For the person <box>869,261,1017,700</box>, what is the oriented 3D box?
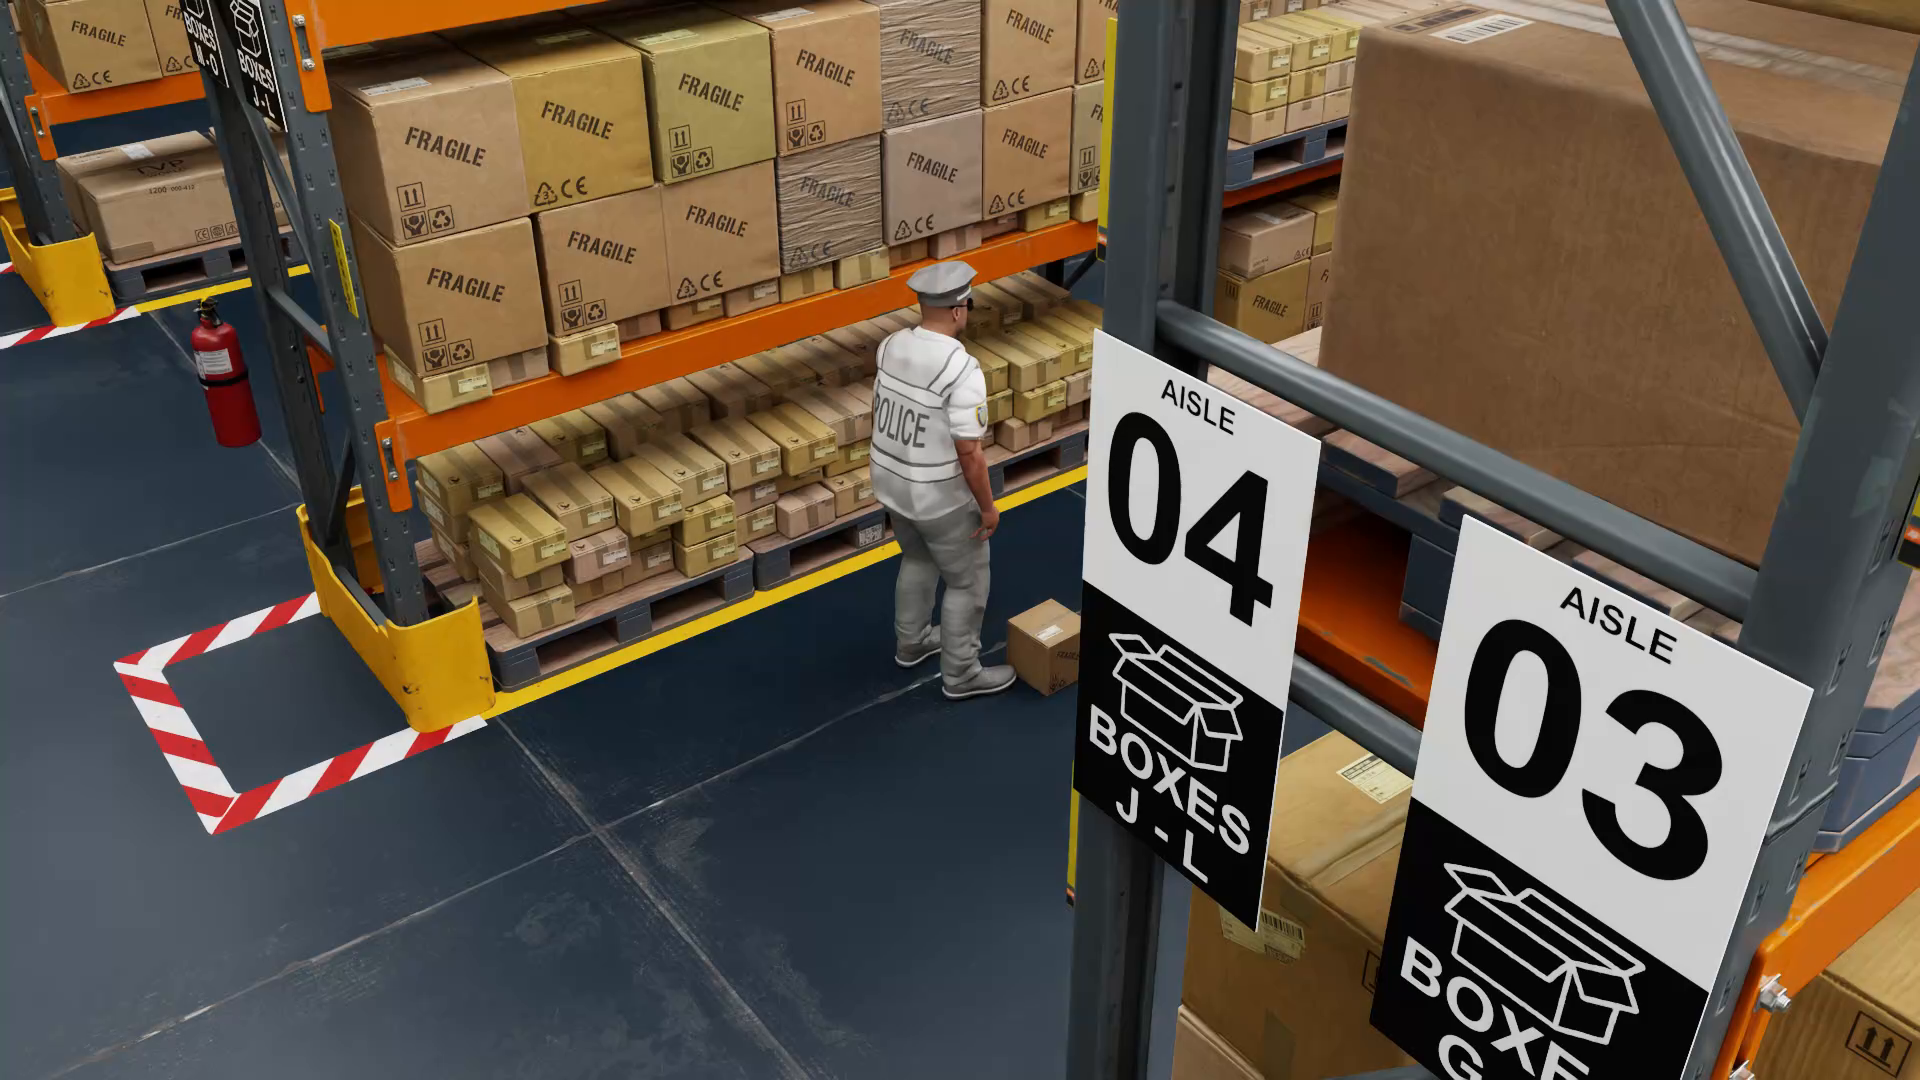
[{"bbox_3d":[-0.099,-0.203,6.454,0.439,1.747,0.607,-26,40,-35],"label":"person"}]
